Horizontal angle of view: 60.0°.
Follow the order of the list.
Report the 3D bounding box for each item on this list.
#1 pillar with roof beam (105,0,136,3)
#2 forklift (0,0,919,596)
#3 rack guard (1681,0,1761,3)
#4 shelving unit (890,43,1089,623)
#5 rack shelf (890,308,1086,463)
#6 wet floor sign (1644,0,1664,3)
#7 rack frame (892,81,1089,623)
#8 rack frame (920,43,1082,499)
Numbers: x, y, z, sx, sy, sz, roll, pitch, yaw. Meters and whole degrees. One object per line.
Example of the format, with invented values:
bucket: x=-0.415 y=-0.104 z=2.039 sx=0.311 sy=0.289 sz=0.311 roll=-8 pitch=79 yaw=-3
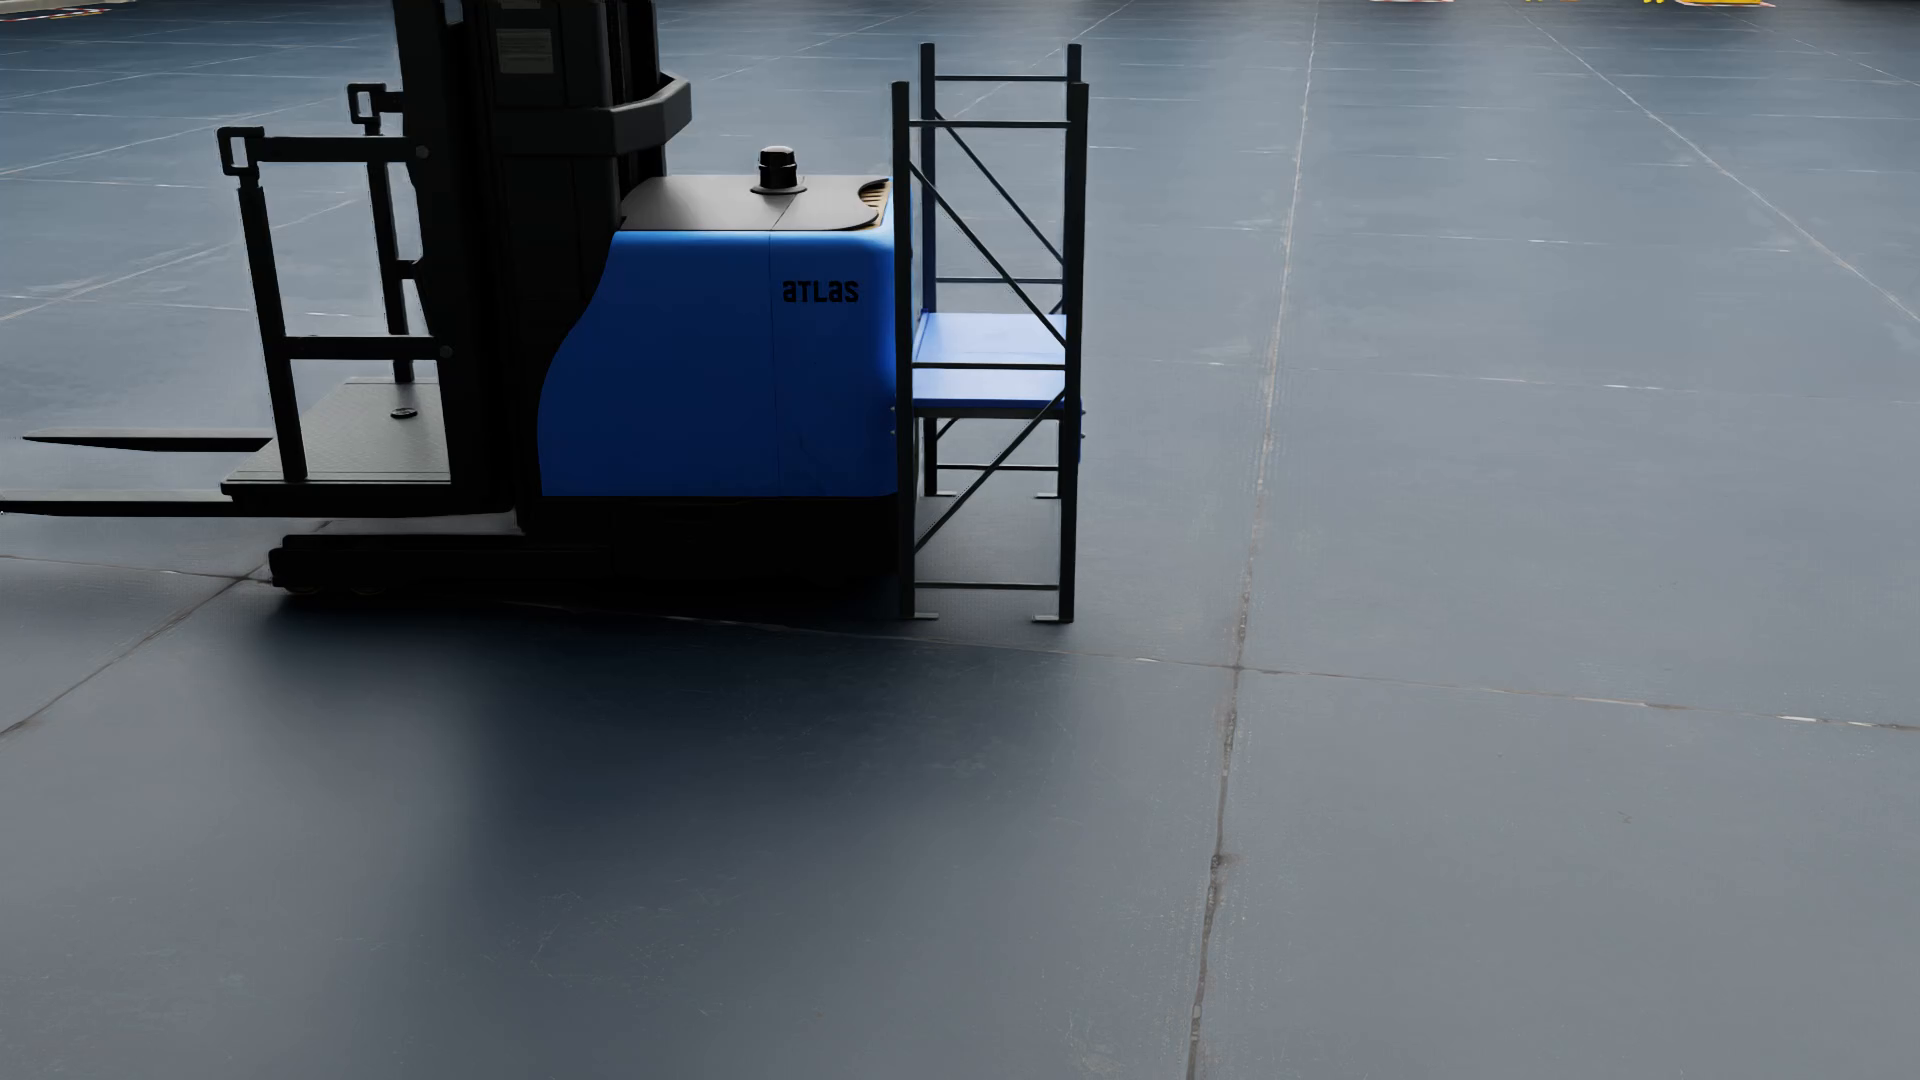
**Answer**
pillar with roof beam: x=-9.530 y=-12.643 z=24.700 sx=9.100 sy=9.000 sz=0.400 roll=4 pitch=22 yaw=11
forklift: x=-1.662 y=-1.391 z=4.884 sx=3.031 sy=2.935 sz=1.130 roll=0 pitch=22 yaw=1
rack guard: x=12.448 y=-9.041 z=27.132 sx=1.175 sy=0.500 sz=0.348 roll=4 pitch=22 yaw=11
shelving unit: x=0.102 y=-0.658 z=4.979 sx=0.538 sy=1.500 sz=1.048 roll=1 pitch=22 yaw=3
rack shelf: x=0.102 y=-0.491 z=5.046 sx=0.538 sy=0.185 sz=1.000 roll=1 pitch=22 yaw=3
wet floor sign: x=11.347 y=-9.092 z=27.066 sx=0.267 sy=0.644 sz=0.232 roll=13 pitch=25 yaw=29
rack frame: x=0.077 y=-0.468 z=4.508 sx=0.500 sy=1.500 sz=0.032 roll=1 pitch=22 yaw=3
rack frame: x=0.128 y=-0.847 z=5.450 sx=0.500 sy=1.500 sz=0.032 roll=1 pitch=22 yaw=3
